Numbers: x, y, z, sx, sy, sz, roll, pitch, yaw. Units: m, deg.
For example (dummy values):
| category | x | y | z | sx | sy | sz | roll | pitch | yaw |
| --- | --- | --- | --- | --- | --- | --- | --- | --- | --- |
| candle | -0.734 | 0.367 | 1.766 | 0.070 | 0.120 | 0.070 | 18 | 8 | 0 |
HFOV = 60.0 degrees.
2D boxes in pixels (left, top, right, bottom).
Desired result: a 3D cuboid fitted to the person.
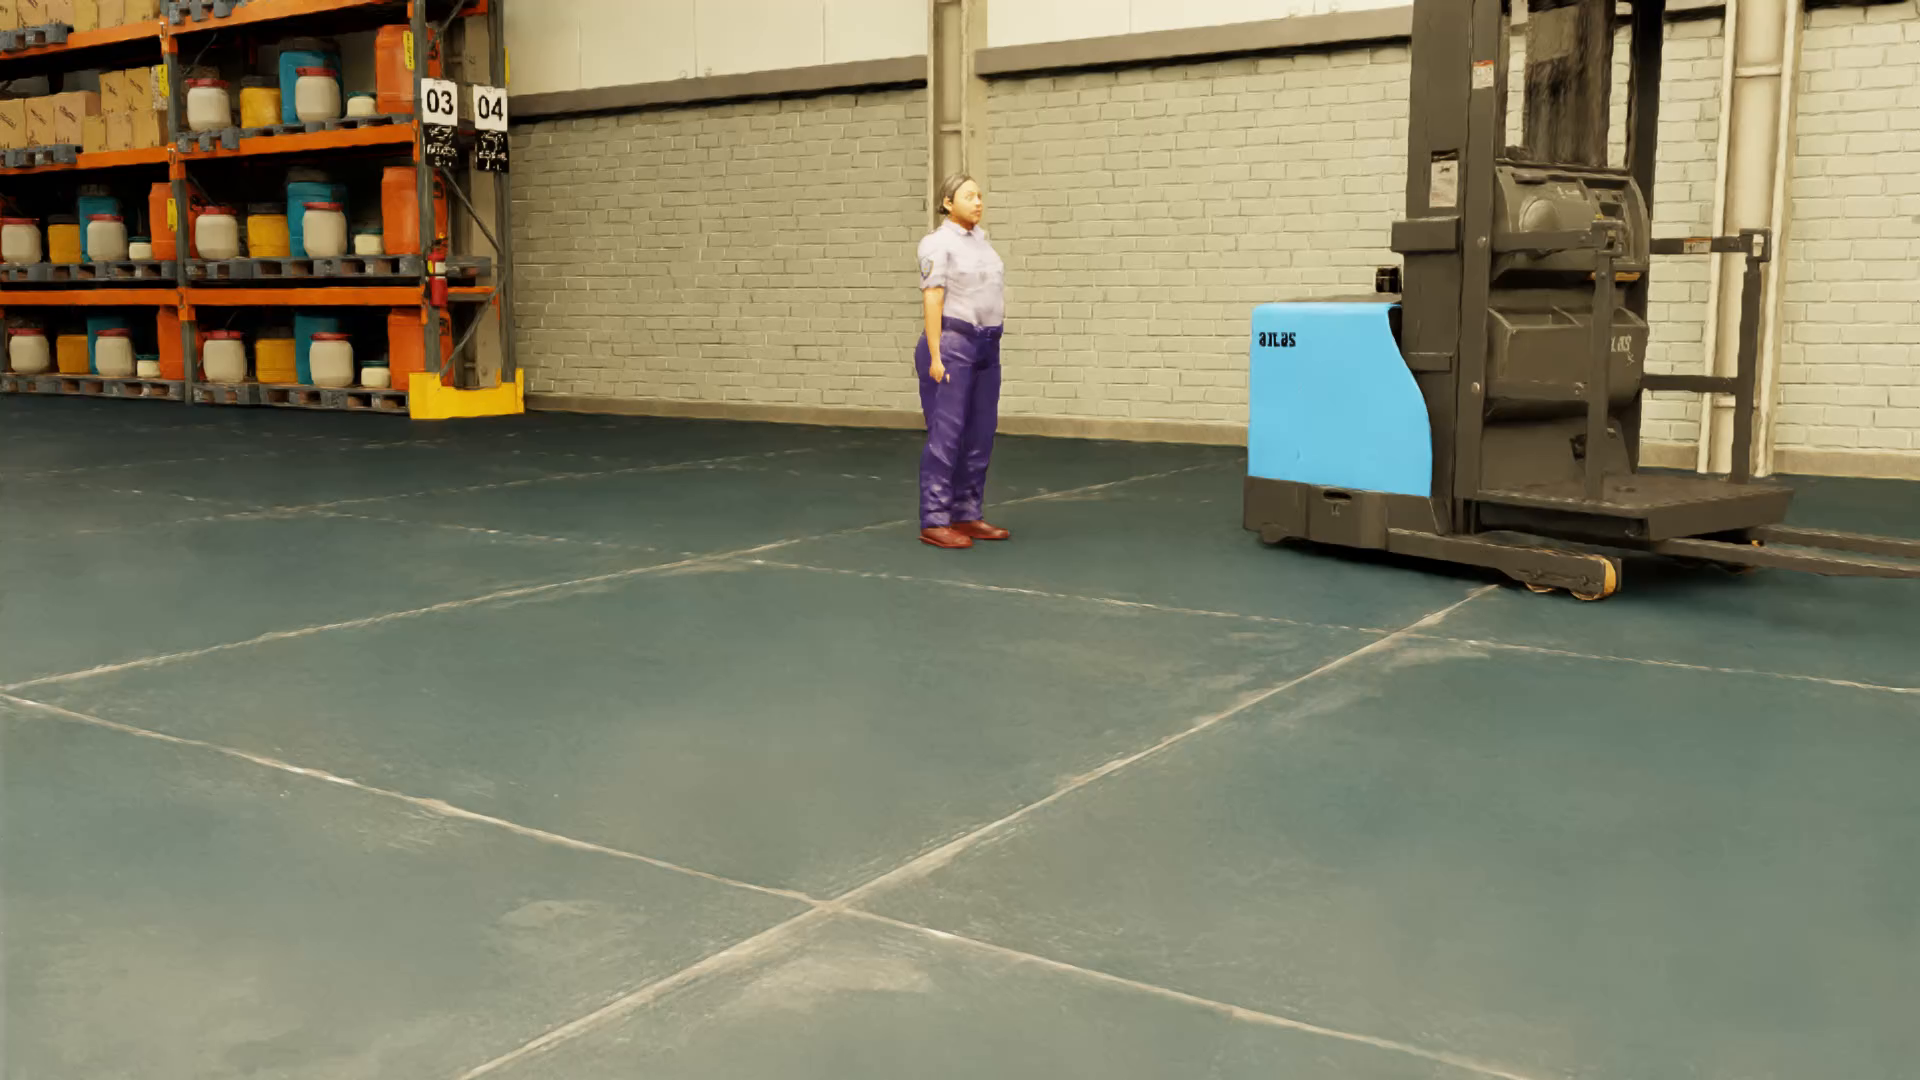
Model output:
| category | x | y | z | sx | sy | sz | roll | pitch | yaw |
| --- | --- | --- | --- | --- | --- | --- | --- | --- | --- |
| person | 0.008 | -0.812 | 7.473 | 0.349 | 1.653 | 0.480 | 5 | 10 | 34 |

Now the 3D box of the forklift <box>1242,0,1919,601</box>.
| category | x | y | z | sx | sy | sz | roll | pitch | yaw |
| --- | --- | --- | --- | --- | --- | --- | --- | --- | --- |
| forklift | 2.542 | -1.307 | 6.382 | 1.130 | 2.935 | 3.031 | -6 | 10 | -36 |
